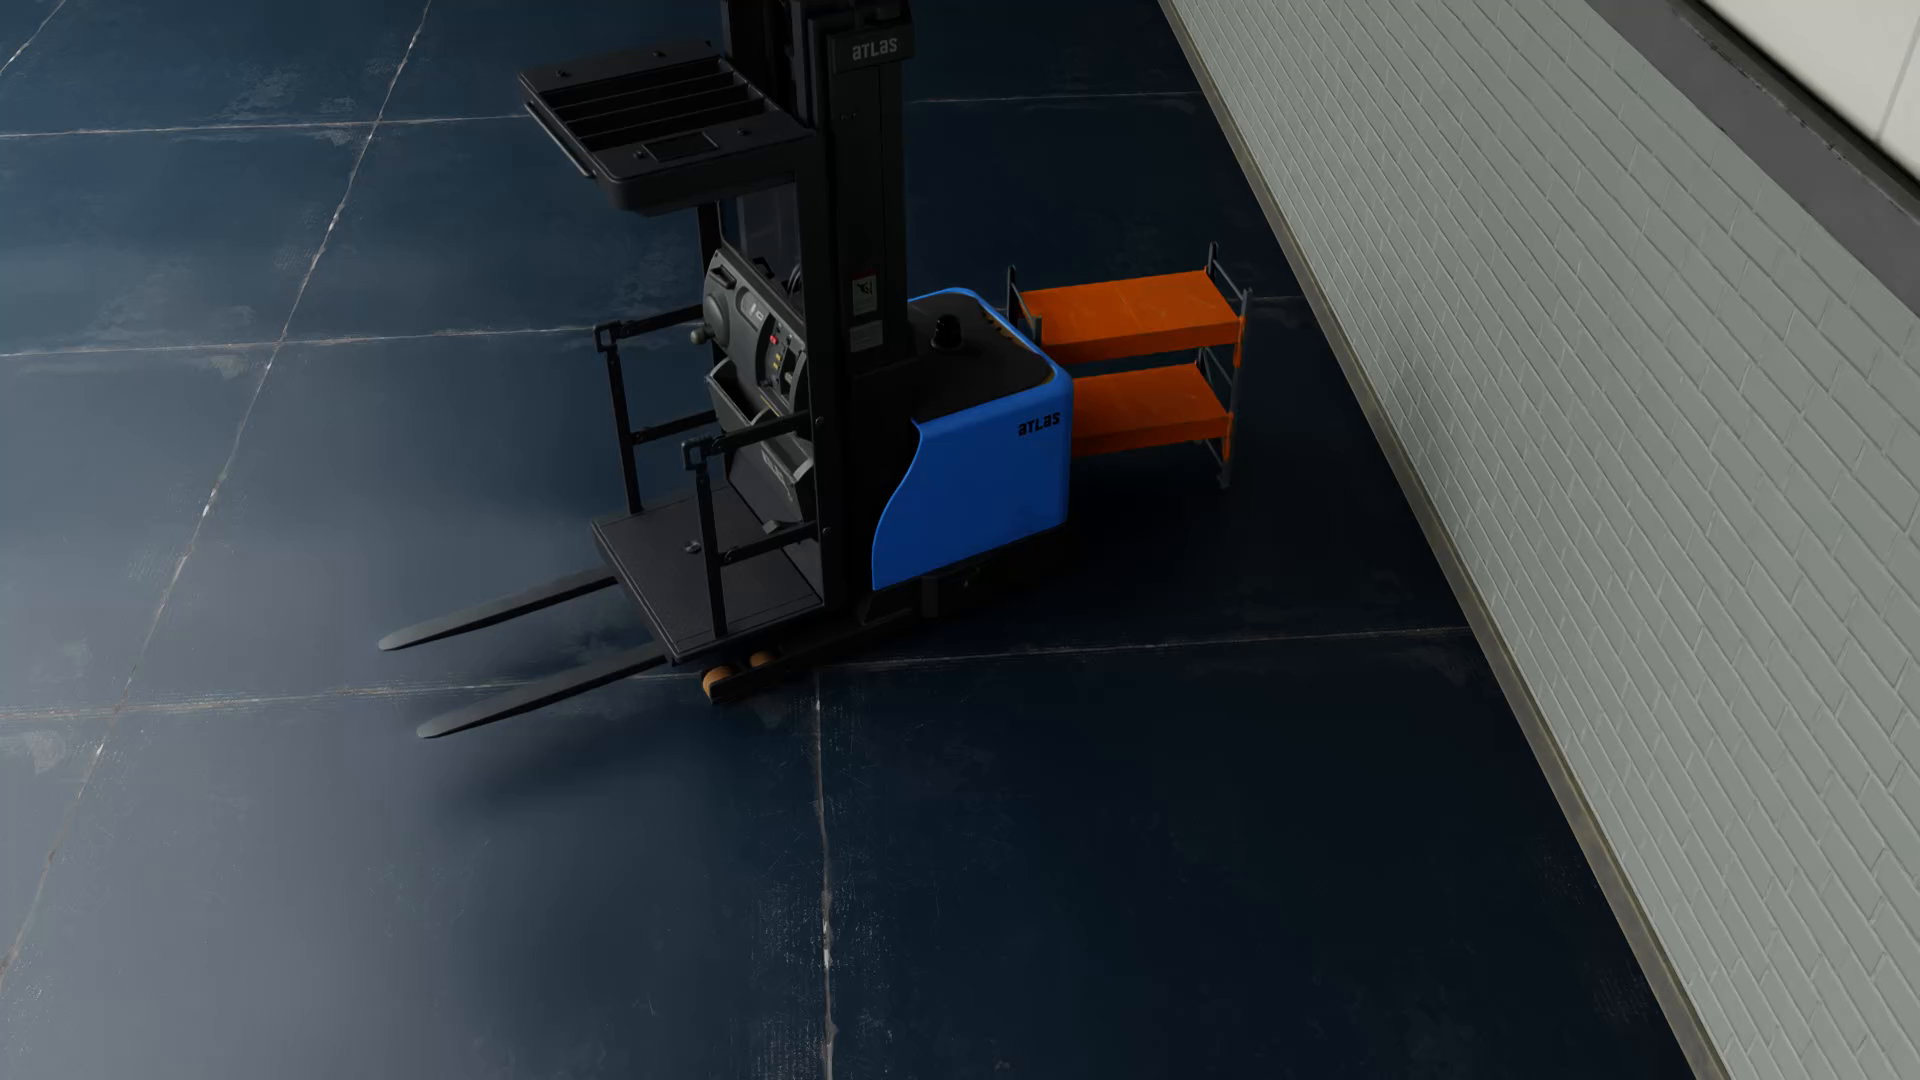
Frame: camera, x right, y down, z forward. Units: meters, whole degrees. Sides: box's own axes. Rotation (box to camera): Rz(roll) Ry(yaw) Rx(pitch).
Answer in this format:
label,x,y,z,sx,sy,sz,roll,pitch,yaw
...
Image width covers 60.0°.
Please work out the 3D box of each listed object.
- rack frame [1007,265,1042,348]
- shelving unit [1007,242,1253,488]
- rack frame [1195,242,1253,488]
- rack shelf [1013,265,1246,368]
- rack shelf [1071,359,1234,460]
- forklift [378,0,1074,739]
label,x,y,z,sx,sy,sz,roll,pitch,yaw
rack frame,0.300,-0.713,8.068,0.032,1.125,0.500,-8,39,-11
shelving unit,0.795,-0.786,8.160,1.048,1.125,0.538,-8,39,-11
rack frame,1.289,-0.860,8.253,0.032,1.125,0.500,-8,39,-11
rack shelf,0.795,-1.016,7.979,1.000,0.278,0.538,-8,39,-11
rack shelf,0.795,-0.594,8.312,1.000,0.278,0.538,-8,39,-11
forklift,-1.023,-0.818,6.742,3.031,2.935,1.130,-19,42,-23
